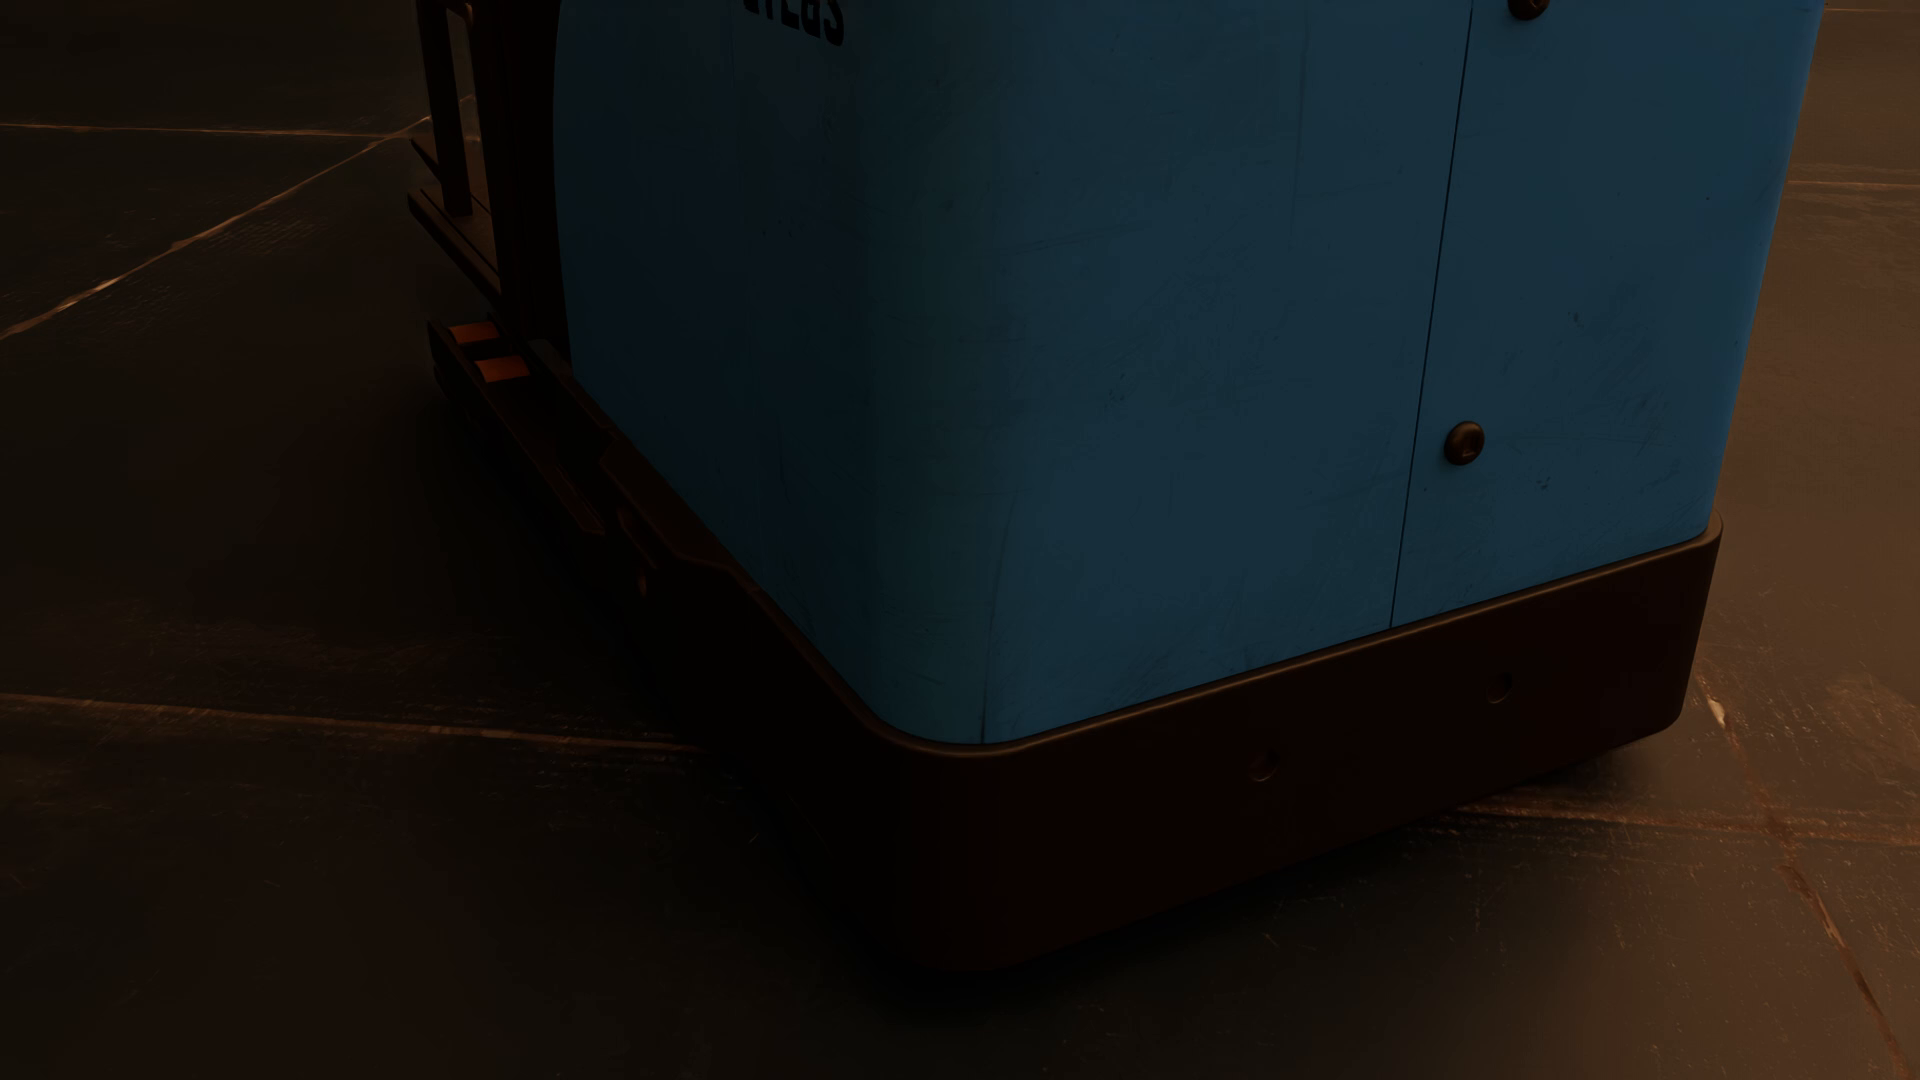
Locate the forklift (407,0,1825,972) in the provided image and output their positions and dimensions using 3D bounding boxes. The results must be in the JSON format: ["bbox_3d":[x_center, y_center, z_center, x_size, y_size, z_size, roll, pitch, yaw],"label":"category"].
[{"bbox_3d":[-0.281,-1.538,2.299,1.130,2.935,3.031,-13,29,-25],"label":"forklift"}]
